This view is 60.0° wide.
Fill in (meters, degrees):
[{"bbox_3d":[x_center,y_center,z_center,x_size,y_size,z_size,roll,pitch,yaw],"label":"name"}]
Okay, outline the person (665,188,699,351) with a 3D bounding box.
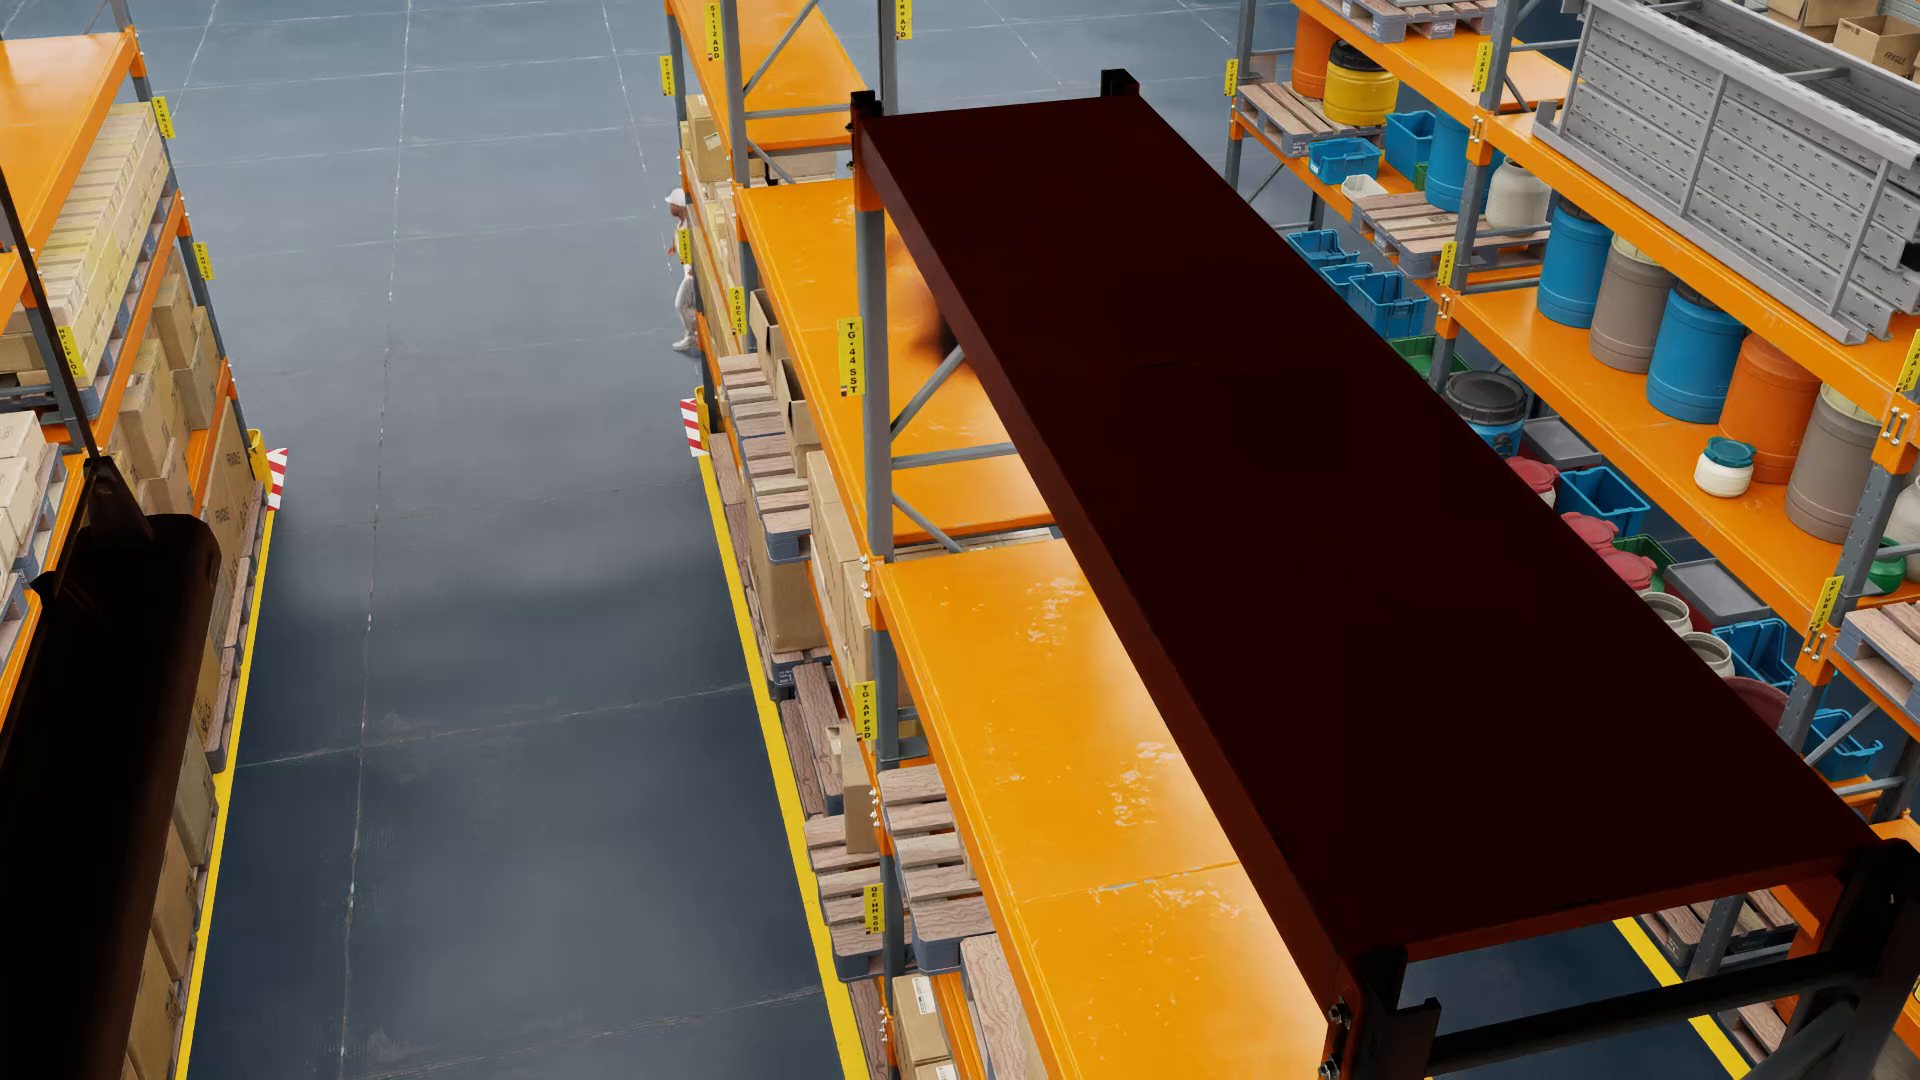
[{"bbox_3d":[-2.486,-2.658,16.418,0.858,1.724,0.655,5,35,7],"label":"person"}]
